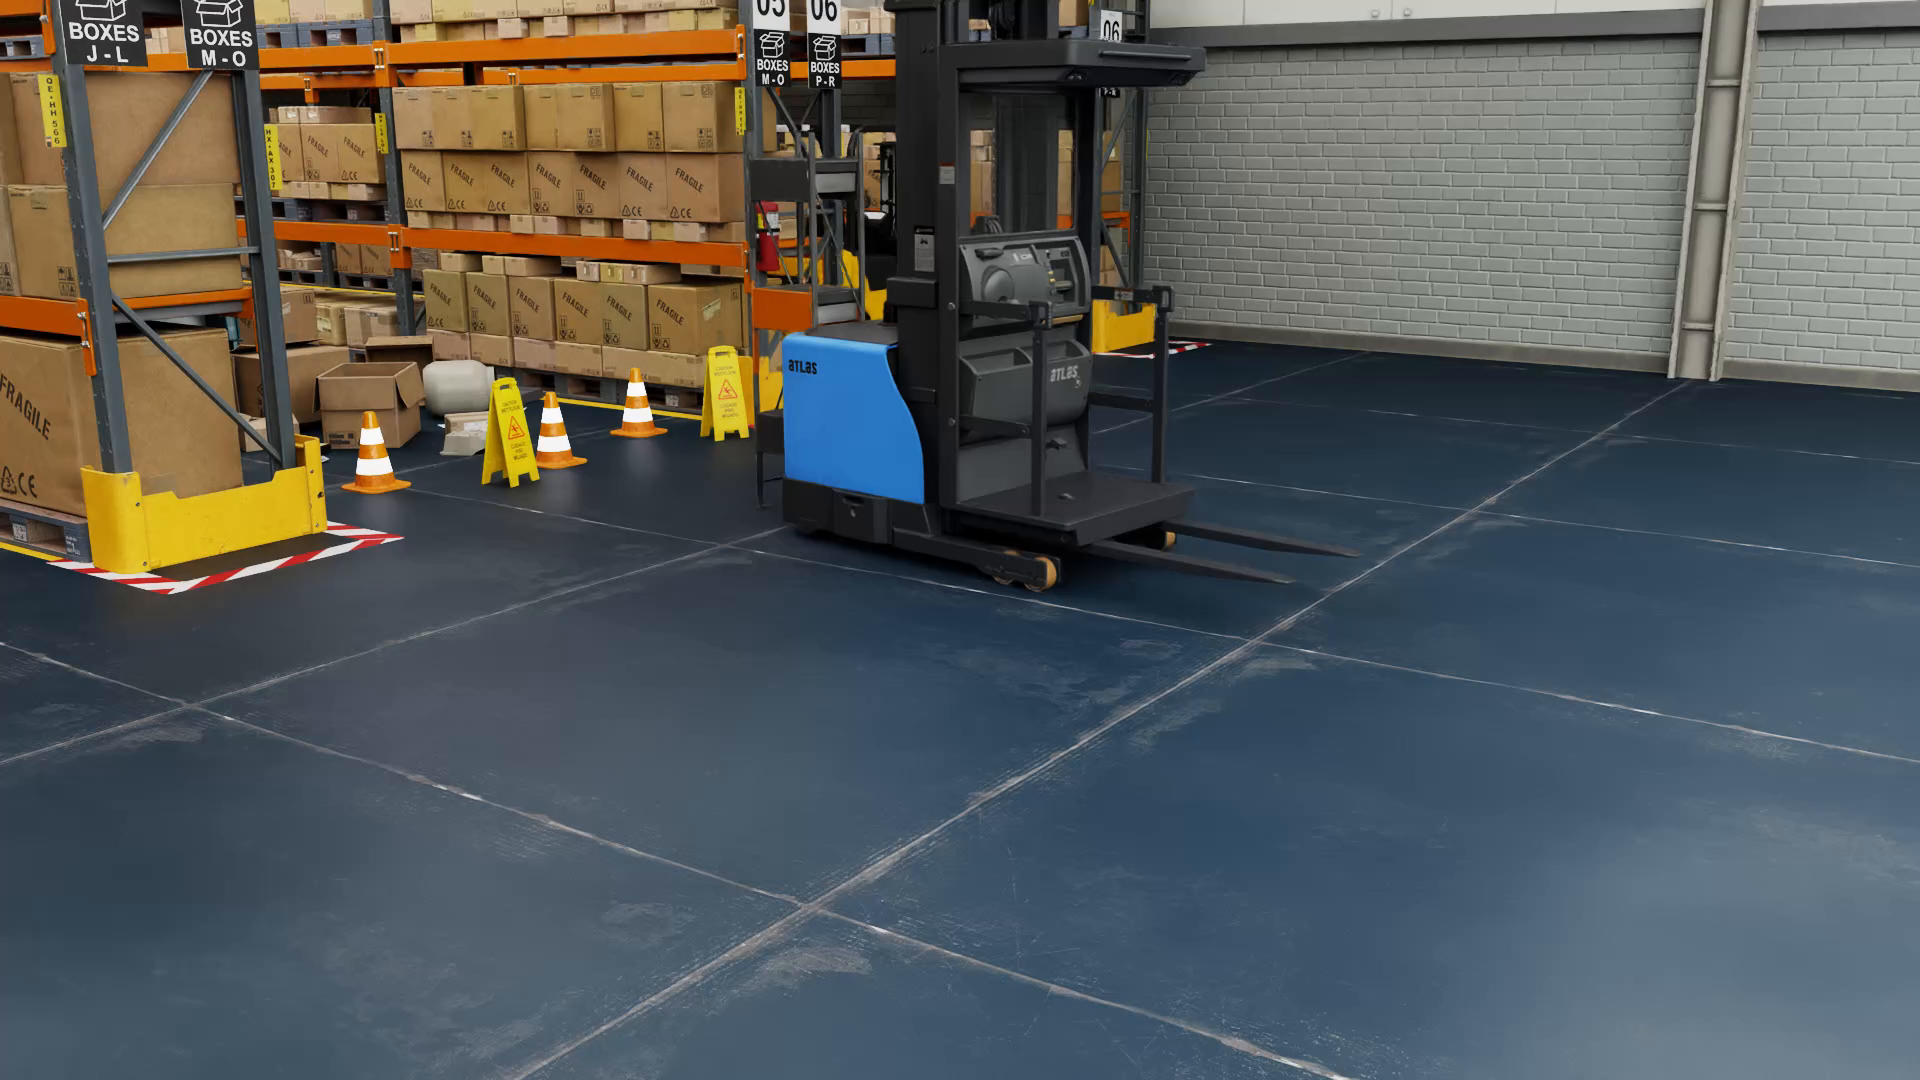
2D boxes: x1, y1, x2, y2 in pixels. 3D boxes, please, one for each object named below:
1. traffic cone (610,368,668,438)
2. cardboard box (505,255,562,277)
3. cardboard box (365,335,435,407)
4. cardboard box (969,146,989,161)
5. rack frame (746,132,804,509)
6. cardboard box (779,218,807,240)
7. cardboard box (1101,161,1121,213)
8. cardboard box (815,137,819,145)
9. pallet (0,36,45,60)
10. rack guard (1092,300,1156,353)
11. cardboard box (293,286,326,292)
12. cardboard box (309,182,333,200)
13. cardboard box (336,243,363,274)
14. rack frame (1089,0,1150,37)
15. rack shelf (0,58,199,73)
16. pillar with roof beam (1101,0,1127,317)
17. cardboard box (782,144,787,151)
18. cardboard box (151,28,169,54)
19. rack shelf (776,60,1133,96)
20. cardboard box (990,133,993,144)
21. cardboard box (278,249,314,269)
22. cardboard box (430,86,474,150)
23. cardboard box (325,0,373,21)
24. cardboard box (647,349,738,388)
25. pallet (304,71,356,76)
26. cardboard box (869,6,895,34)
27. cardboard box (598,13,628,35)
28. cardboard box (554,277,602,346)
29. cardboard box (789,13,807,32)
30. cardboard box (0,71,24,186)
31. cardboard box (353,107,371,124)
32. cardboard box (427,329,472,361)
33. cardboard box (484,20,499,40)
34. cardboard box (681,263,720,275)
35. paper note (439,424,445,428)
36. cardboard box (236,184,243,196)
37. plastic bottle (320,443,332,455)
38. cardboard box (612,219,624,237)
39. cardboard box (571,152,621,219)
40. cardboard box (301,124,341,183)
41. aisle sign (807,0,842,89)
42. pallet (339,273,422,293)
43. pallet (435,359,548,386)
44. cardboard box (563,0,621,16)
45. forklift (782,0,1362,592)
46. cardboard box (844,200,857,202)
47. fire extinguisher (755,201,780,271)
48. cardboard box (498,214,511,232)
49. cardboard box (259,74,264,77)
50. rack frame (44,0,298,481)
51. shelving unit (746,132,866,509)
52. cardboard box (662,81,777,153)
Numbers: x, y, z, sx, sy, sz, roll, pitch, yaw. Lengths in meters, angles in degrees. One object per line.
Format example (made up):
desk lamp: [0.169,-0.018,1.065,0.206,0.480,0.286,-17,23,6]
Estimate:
traffic cone: [-2.303,-0.993,11.873,0.334,0.463,0.336,9,17,33]
cardboard box: [-3.483,-2.243,13.580,0.250,0.149,0.380,10,17,36]
cardboard box: [-4.415,-1.334,13.165,0.500,0.500,0.500,-4,14,-16]
cardboard box: [0.240,-3.906,16.801,0.250,0.149,0.380,9,16,31]
rack frame: [-1.031,-1.236,9.447,0.015,2.100,0.400,12,18,39]
cardboard box: [-1.392,-2.389,12.756,0.250,0.149,0.380,9,17,33]
cardboard box: [1.285,-3.585,16.855,0.500,0.500,0.500,10,17,35]
cardboard box: [-1.401,-4.343,17.950,0.250,0.149,0.380,9,17,34]
pallet: [-9.357,-5.087,17.280,1.213,0.211,1.003,10,17,35]
rack guard: [1.561,-2.198,16.662,0.348,0.500,1.175,9,17,33]
cardboard box: [-6.784,-2.250,16.267,0.625,0.372,0.950,9,16,32]
cardboard box: [-5.569,-3.123,14.846,0.250,0.149,0.380,9,16,32]
cardboard box: [-8.140,-3.905,22.682,0.500,0.500,0.500,10,17,35]
rack frame: [1.541,-6.327,15.654,0.127,3.000,1.000,9,17,33]
rack shelf: [-9.524,-4.872,17.518,4.000,0.370,1.077,9,17,33]
pillar with roof beam: [-0.936,-5.741,13.290,0.400,9.000,9.100,9,17,33]
cardboard box: [-1.950,-4.404,18.815,0.250,0.149,0.380,9,16,32]
cardboard box: [-7.486,-4.778,15.918,0.258,0.266,0.396,9,17,33]
rack shelf: [-0.118,-4.790,17.184,4.000,0.370,1.077,9,17,33]
cardboard box: [0.507,-4.033,16.697,0.250,0.149,0.380,9,17,33]
cardboard box: [-9.338,-3.965,23.412,0.258,0.266,0.396,10,17,35]
cardboard box: [-3.889,-3.464,13.666,0.500,0.500,0.700,9,17,33]
cardboard box: [-5.110,-4.597,14.349,0.500,0.250,0.500,9,16,32]
cardboard box: [-2.067,-1.352,12.889,0.500,0.250,0.500,9,17,33]
pallet: [-7.914,-6.287,22.128,1.003,0.211,1.213,9,17,33]
cardboard box: [-0.716,-5.335,17.086,0.258,0.266,0.396,9,16,31]
cardboard box: [-2.510,-3.891,12.580,0.250,0.149,0.380,9,17,32]
cardboard box: [-2.886,-1.851,13.348,0.500,0.500,0.500,9,16,32]
cardboard box: [-1.320,-3.868,12.486,0.250,0.149,0.380,9,17,33]
cardboard box: [-4.699,-2.134,8.641,0.550,0.550,0.875,9,17,33]
cardboard box: [-5.697,-3.931,15.411,0.250,0.149,0.380,10,17,36]
cardboard box: [-4.206,-1.697,14.284,0.500,0.250,0.500,8,16,30]
cardboard box: [-3.569,-4.067,13.291,0.250,0.149,0.380,9,16,31]
cardboard box: [-2.857,-3.176,19.477,0.625,0.625,0.875,9,17,32]
paper note: [-3.742,-0.851,12.223,0.148,0.019,0.142,-10,17,-35]
cardboard box: [-6.564,-3.320,15.642,0.250,0.149,0.380,10,17,35]
plastic bottle: [-4.388,-0.615,11.179,0.283,0.061,0.133,3,14,14]
cardboard box: [-2.493,-2.451,13.006,0.250,0.149,0.380,9,17,34]
cardboard box: [-2.656,-2.771,12.948,0.500,0.500,0.500,9,17,33]
cardboard box: [-5.468,-3.440,14.776,0.500,0.500,0.500,9,17,33]
aisle sign: [-1.001,-3.740,12.278,0.004,0.787,0.394,9,17,33]
pallet: [-7.720,-3.569,22.801,1.213,0.211,1.003,9,17,33]
pallet: [-3.968,-1.524,14.541,1.213,0.211,1.003,9,17,33]
cardboard box: [-2.651,-4.103,12.607,0.500,0.250,0.500,10,17,34]
forklift: [0.489,-1.321,8.059,3.031,2.935,1.130,12,18,39]
cardboard box: [-1.114,-3.821,17.810,0.500,0.500,0.500,10,17,34]
fire extinguisher: [-1.388,-2.280,11.951,0.183,0.674,0.296,9,17,33]
cardboard box: [-3.562,-2.610,13.647,0.250,0.149,0.380,9,17,33]
cardboard box: [-9.500,-6.452,22.927,0.250,0.149,0.380,9,17,33]
rack frame: [-3.905,-1.424,8.333,0.127,3.000,1.000,9,17,33]
shelving unit: [-0.847,-1.198,9.292,0.503,2.100,0.431,12,18,39]
cardboard box: [-1.771,-3.128,12.308,0.500,0.500,0.700,9,16,31]
